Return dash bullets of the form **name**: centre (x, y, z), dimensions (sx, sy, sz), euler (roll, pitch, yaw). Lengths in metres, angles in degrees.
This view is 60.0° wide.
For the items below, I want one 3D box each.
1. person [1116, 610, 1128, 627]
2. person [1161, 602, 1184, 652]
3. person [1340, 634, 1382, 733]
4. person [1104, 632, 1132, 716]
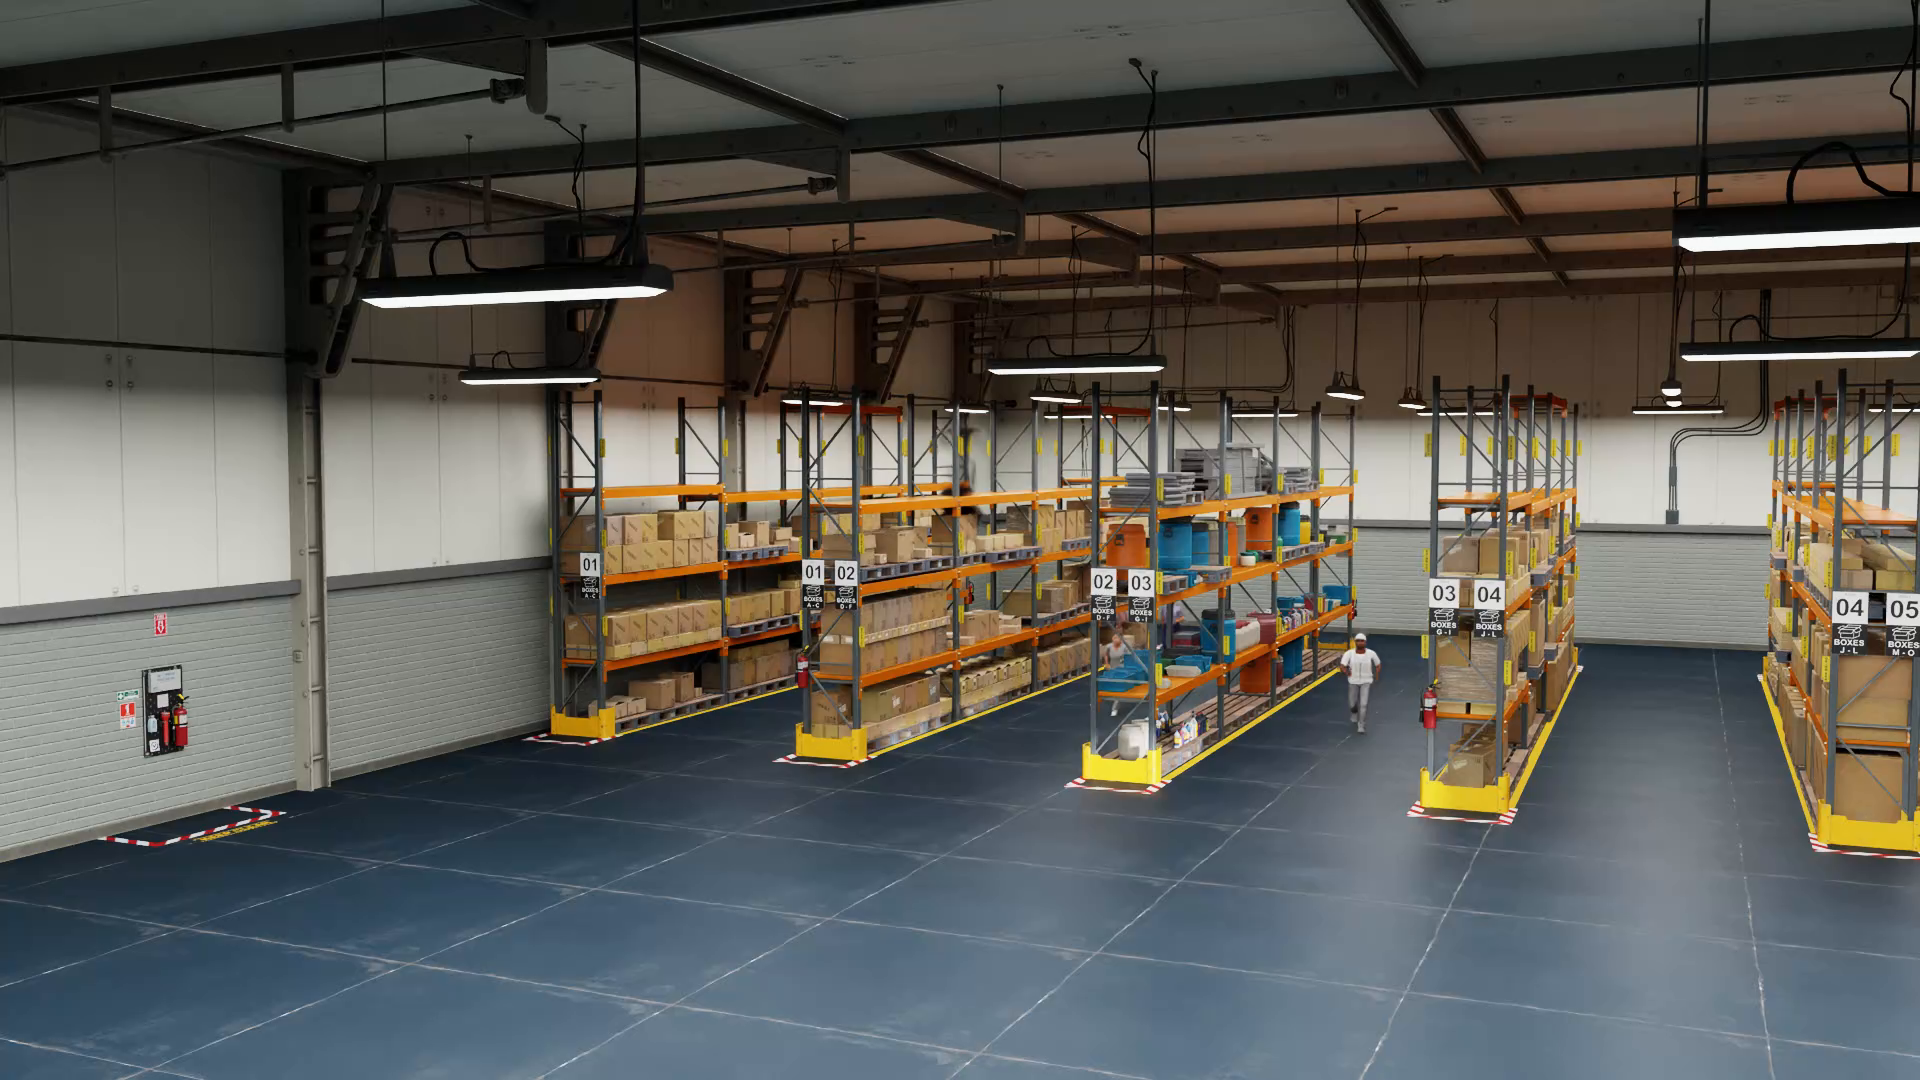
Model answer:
- **person**: centre (4.259, 1.772, 43.811), dimensions (0.576, 1.613, 0.558), euler (-2, 4, -36)
- **person**: centre (4.861, 2.077, 38.298), dimensions (0.587, 1.613, 0.568), euler (1, 3, 19)
- **person**: centre (7.078, 2.516, 29.379), dimensions (0.714, 1.733, 0.791), euler (1, 3, 15)
- **person**: centre (2.991, 2.496, 31.299), dimensions (0.557, 1.604, 0.734), euler (1, 3, 13)
